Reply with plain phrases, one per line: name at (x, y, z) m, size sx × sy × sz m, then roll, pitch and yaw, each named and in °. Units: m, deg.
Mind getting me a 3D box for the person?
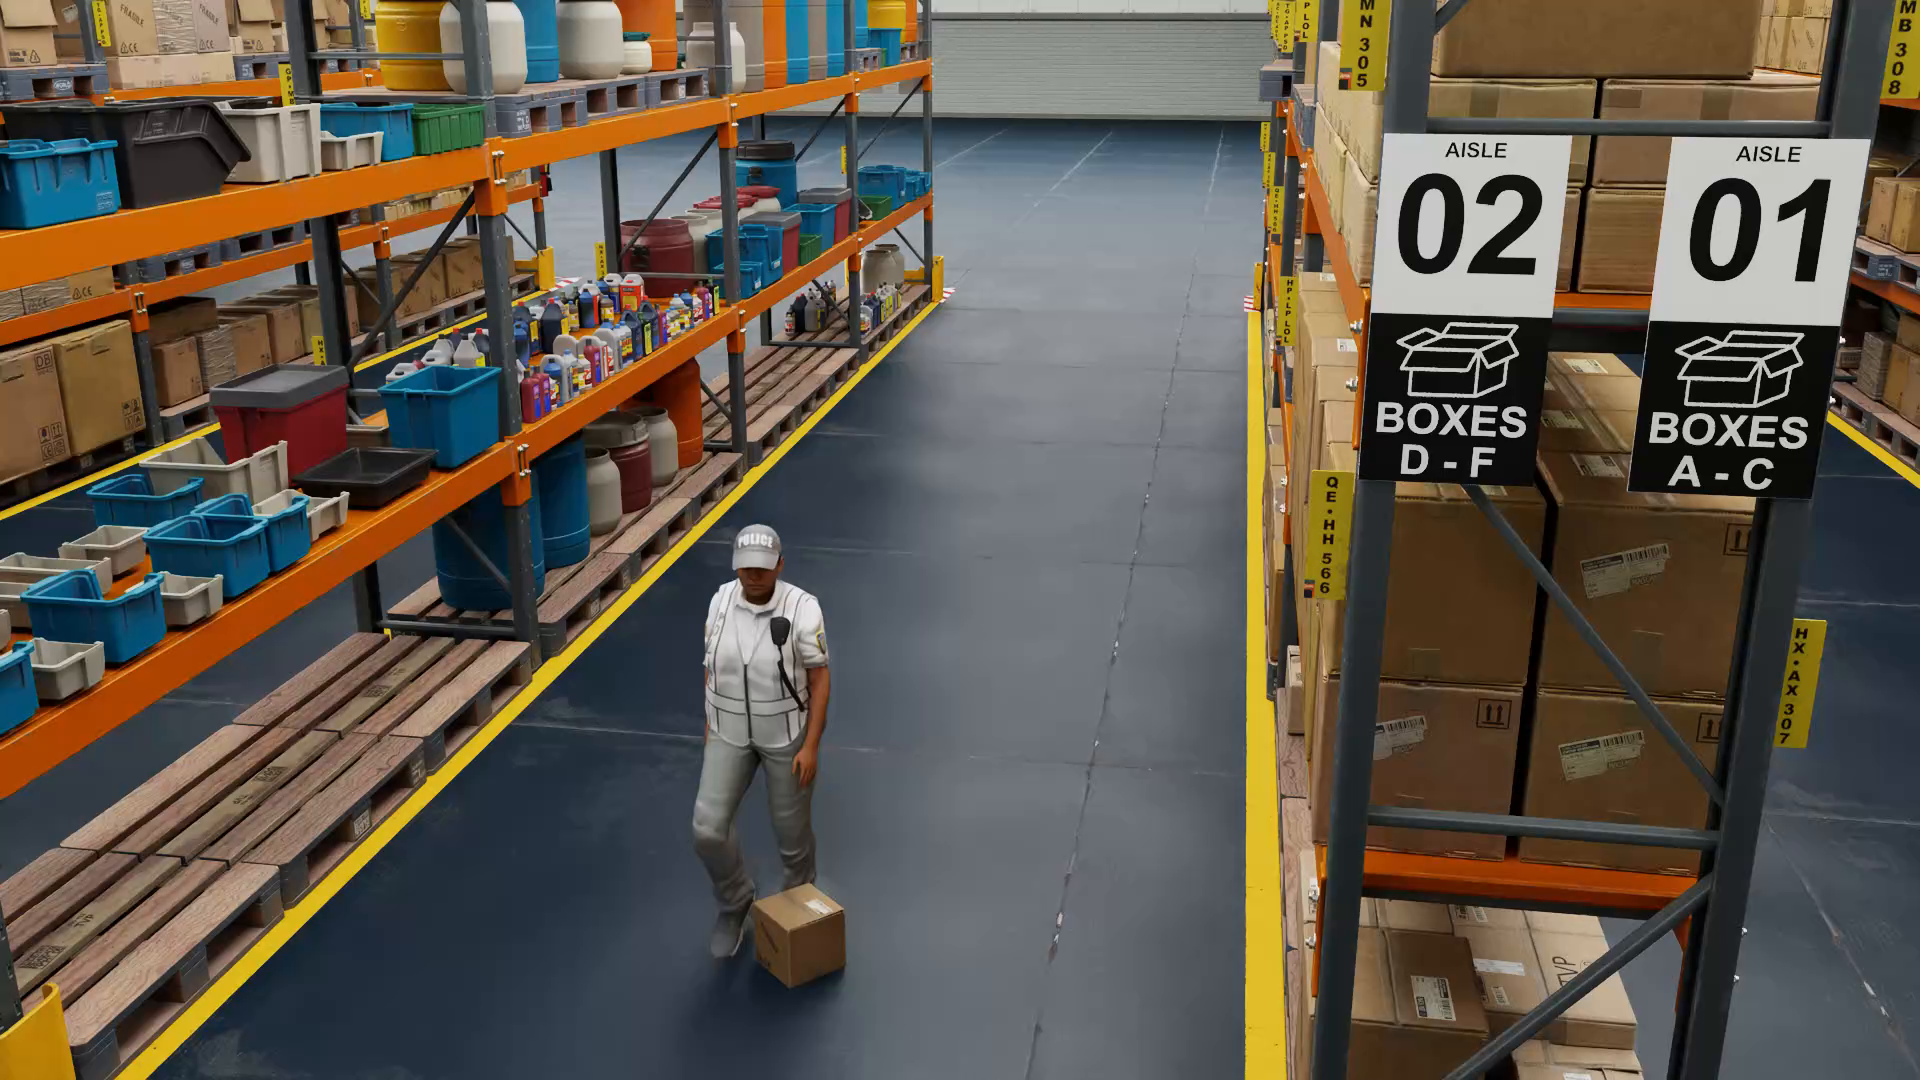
person at (-0.735, 0.760, 6.231) m, size 0.525 × 1.712 × 0.527 m, roll 3°, pitch 18°, yaw 9°
